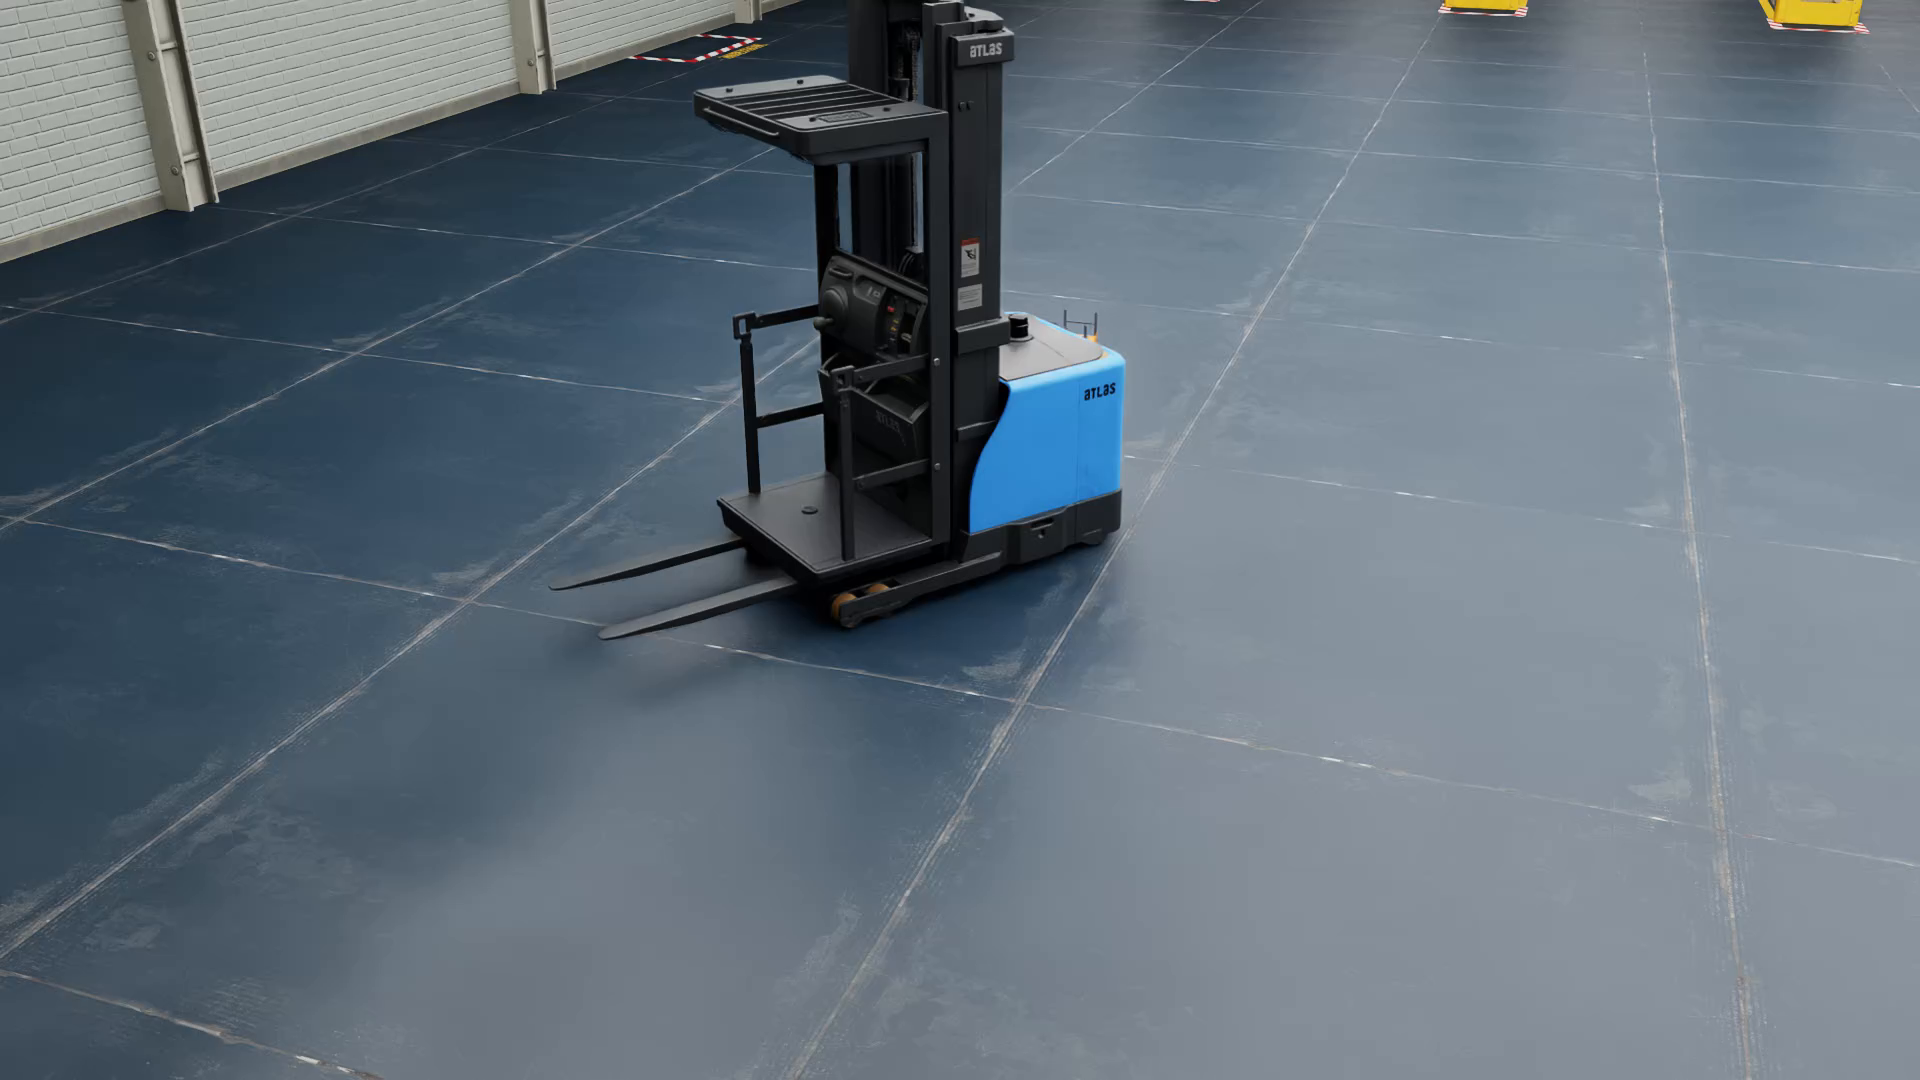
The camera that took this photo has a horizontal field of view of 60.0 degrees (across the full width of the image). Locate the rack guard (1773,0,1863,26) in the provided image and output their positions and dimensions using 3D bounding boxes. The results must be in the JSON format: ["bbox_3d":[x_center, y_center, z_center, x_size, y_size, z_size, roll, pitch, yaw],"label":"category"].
[{"bbox_3d":[13.297,-8.275,25.766,1.175,0.500,0.348,9,27,17],"label":"rack guard"}]

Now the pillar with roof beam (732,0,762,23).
[{"bbox_3d":[0.739,-11.547,22.772,9.100,9.000,0.400,9,27,17],"label":"pillar with roof beam"}]

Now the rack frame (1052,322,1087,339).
[{"bbox_3d":[0.618,-0.744,9.581,0.200,1.050,0.008,8,27,16],"label":"rack frame"}]

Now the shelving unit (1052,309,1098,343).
[{"bbox_3d":[0.656,-0.794,9.685,0.215,1.050,0.252,8,27,16],"label":"shelving unit"}]

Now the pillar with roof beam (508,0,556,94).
[{"bbox_3d":[-1.258,-9.081,17.679,9.100,9.000,0.400,9,27,17],"label":"pillar with roof beam"}]

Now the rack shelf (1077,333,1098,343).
[{"bbox_3d":[0.656,-1.040,9.566,0.215,0.259,0.240,8,27,16],"label":"rack shelf"}]

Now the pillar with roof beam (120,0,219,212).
[{"bbox_3d":[-3.255,-6.615,12.587,9.100,9.000,0.400,9,27,17],"label":"pillar with roof beam"}]

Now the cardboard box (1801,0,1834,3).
[{"bbox_3d":[13.495,-8.687,26.135,0.500,0.500,0.500,14,29,27],"label":"cardboard box"}]

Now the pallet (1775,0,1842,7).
[{"bbox_3d":[13.600,-8.473,26.508,1.003,0.211,1.213,9,27,17],"label":"pallet"}]

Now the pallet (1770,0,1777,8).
[{"bbox_3d":[14.008,-8.973,27.540,1.003,0.211,1.213,9,27,17],"label":"pallet"}]

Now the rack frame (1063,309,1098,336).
[{"bbox_3d":[0.695,-0.845,9.790,0.200,1.050,0.008,8,27,16],"label":"rack frame"}]

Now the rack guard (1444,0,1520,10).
[{"bbox_3d":[8.582,-9.000,27.264,1.175,0.500,0.348,9,27,17],"label":"rack guard"}]

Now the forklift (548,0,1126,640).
[{"bbox_3d":[-0.611,-1.144,8.249,3.031,2.935,1.130,-16,30,-30],"label":"forklift"}]
